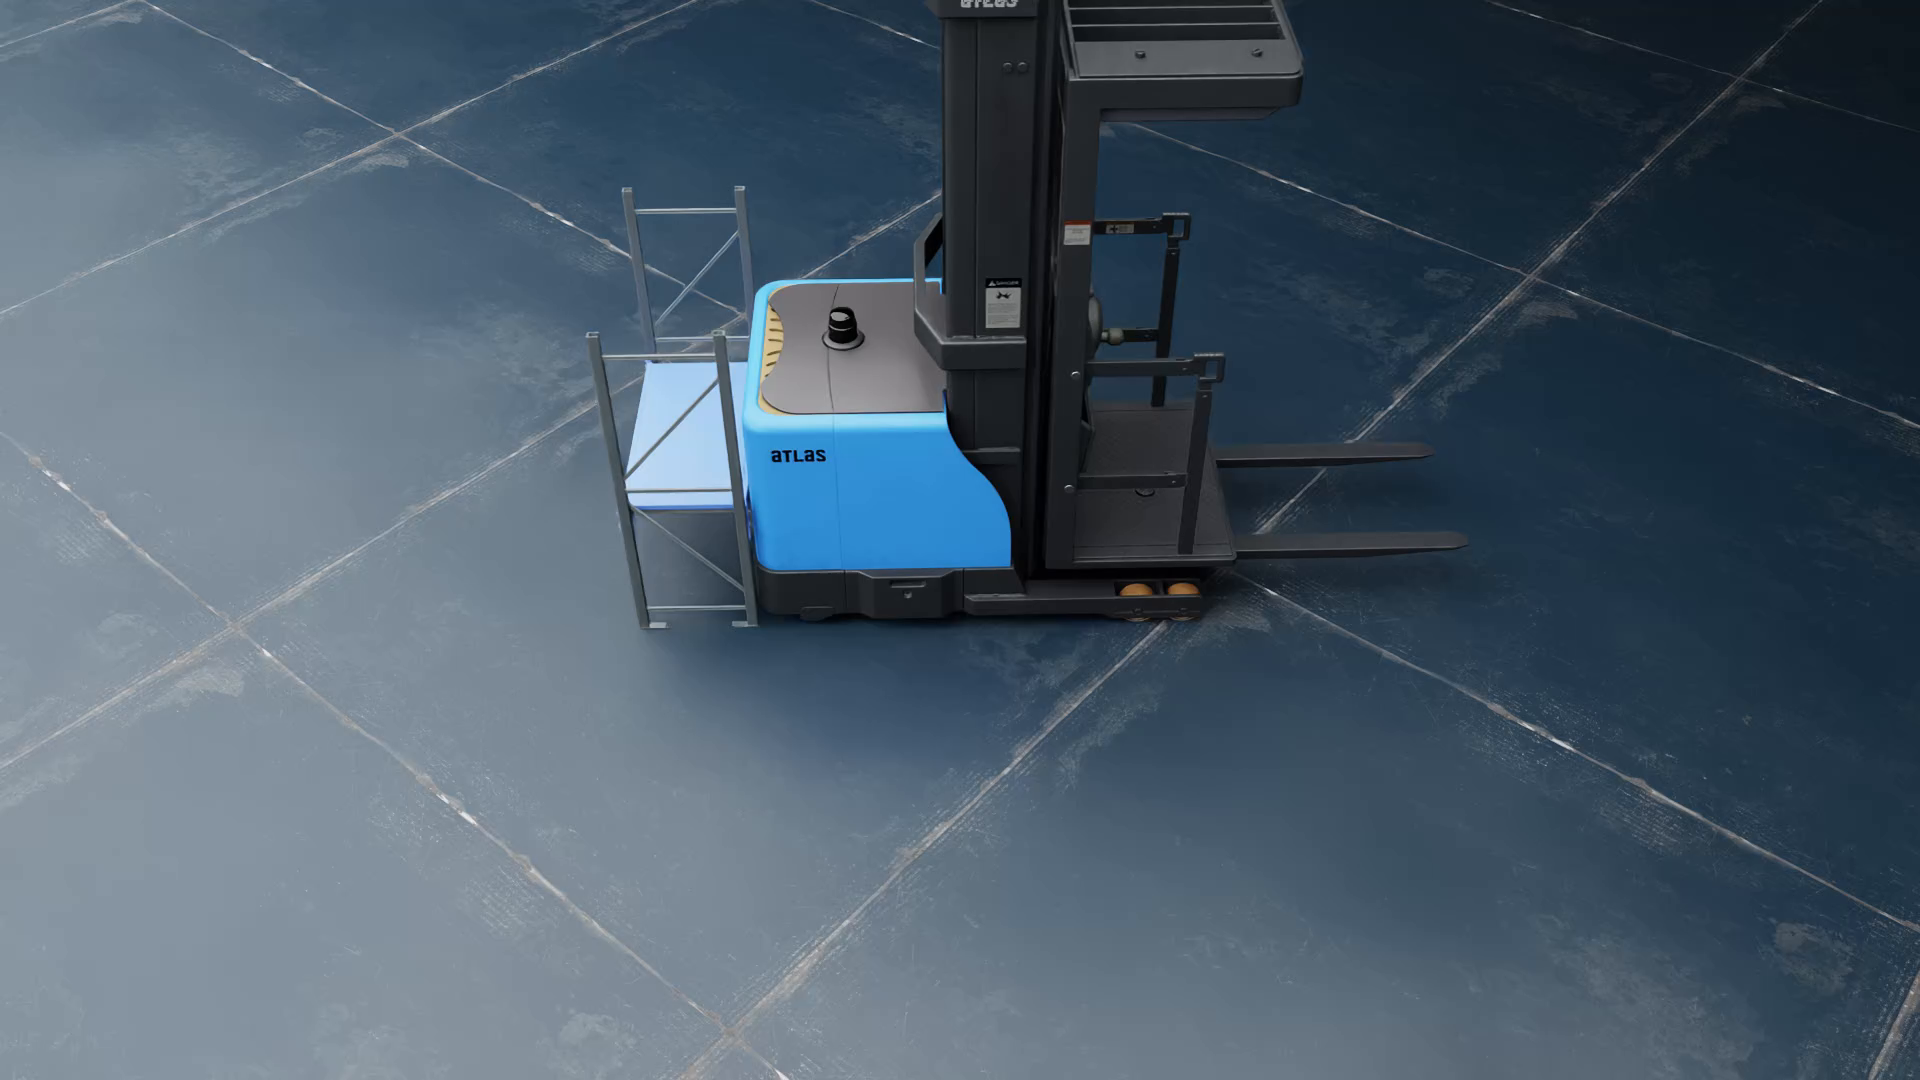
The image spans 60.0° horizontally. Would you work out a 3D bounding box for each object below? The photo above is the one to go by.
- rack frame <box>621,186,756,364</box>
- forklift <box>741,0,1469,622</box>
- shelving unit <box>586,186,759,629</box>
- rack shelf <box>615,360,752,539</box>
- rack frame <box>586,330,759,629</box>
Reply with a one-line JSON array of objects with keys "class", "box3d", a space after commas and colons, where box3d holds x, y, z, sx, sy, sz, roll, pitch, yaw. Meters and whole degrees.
[{"class": "rack frame", "box3d": [-1.127, -0.876, 7.281, 0.500, 1.500, 0.032, -1, 42, -1]}, {"class": "forklift", "box3d": [0.647, -1.096, 6.459, 3.031, 2.935, 1.130, -1, 42, -1]}, {"class": "shelving unit", "box3d": [-1.115, -0.534, 6.905, 0.538, 1.500, 1.048, -1, 42, -1]}, {"class": "rack shelf", "box3d": [-1.115, -0.401, 7.026, 0.538, 0.185, 1.000, -1, 42, -1]}, {"class": "rack frame", "box3d": [-1.103, -0.192, 6.529, 0.500, 1.500, 0.032, -1, 42, -1]}]
